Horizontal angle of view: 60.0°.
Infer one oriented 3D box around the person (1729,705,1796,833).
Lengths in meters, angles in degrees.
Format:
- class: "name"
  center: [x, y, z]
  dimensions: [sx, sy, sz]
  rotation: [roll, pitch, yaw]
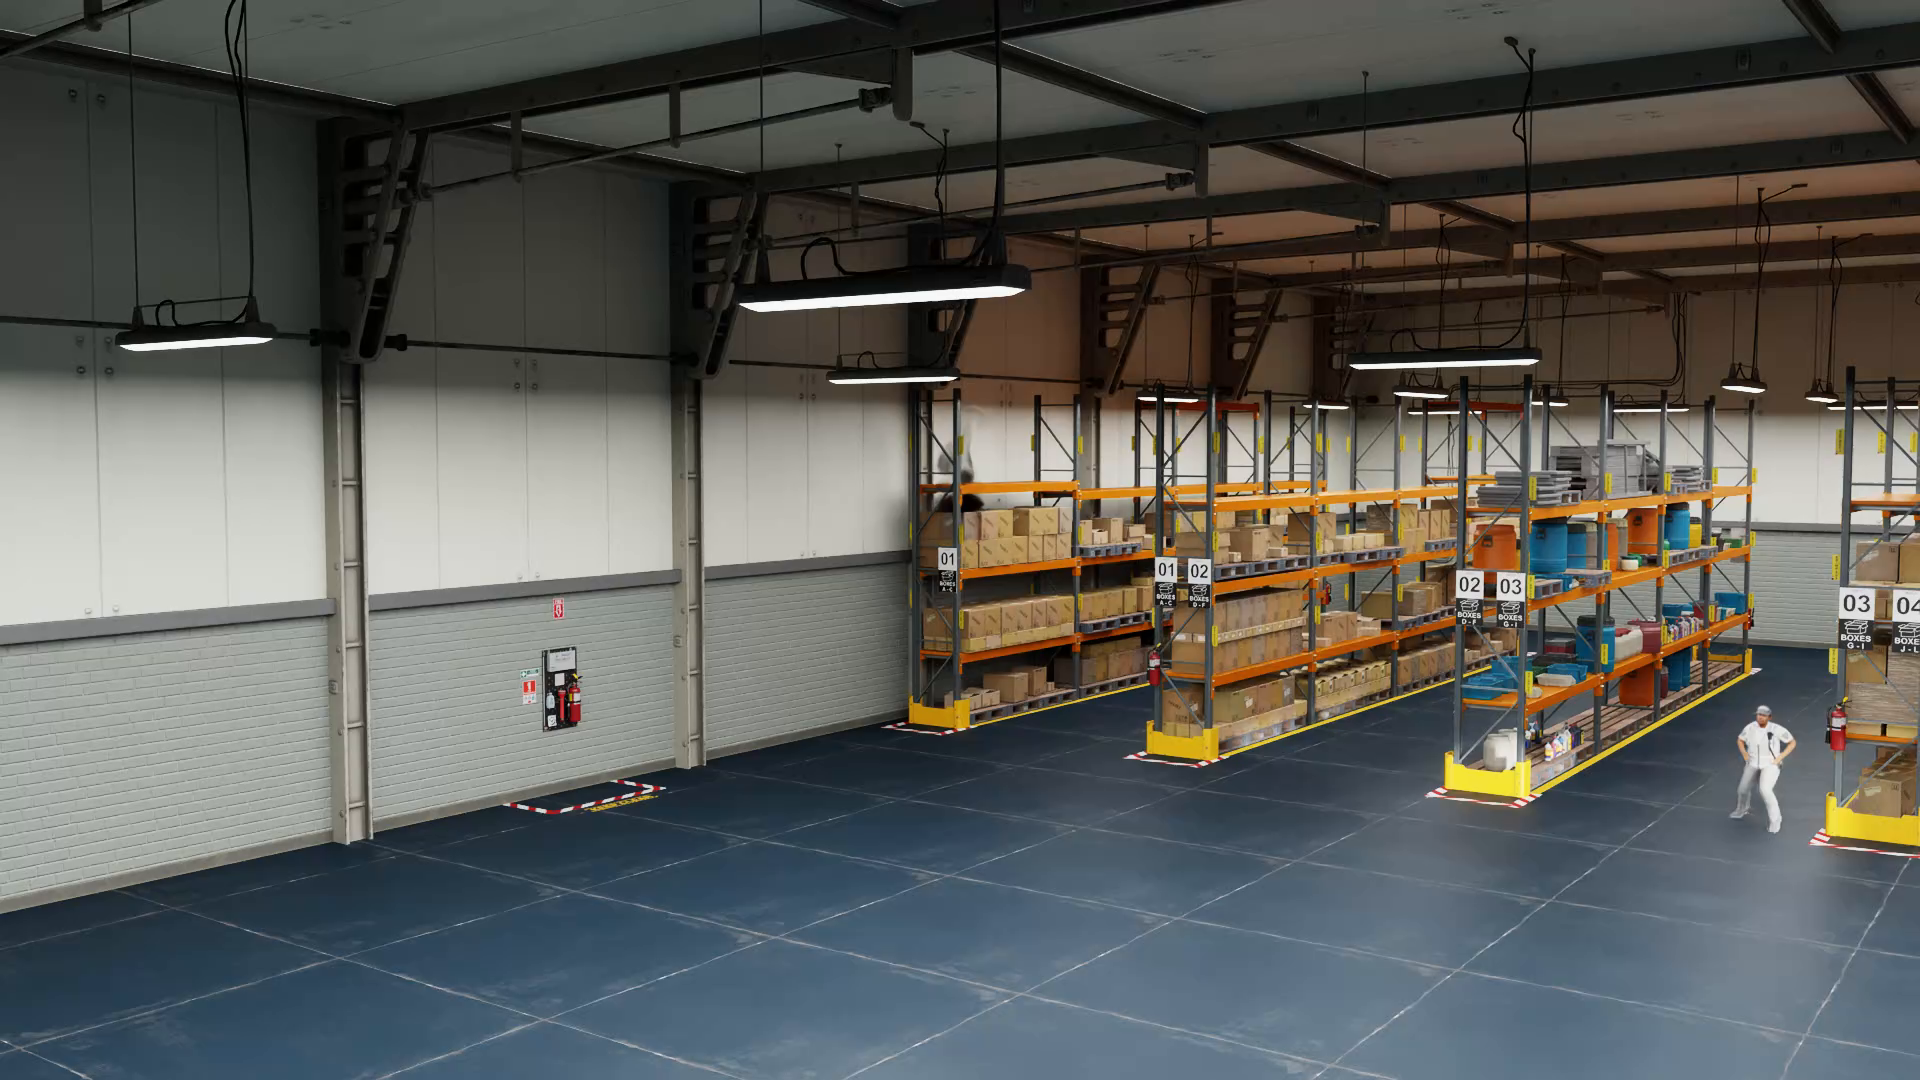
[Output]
- class: "person"
  center: [10.472, 2.968, 21.809]
  dimensions: [0.783, 1.640, 0.699]
  rotation: [3, 5, 45]
